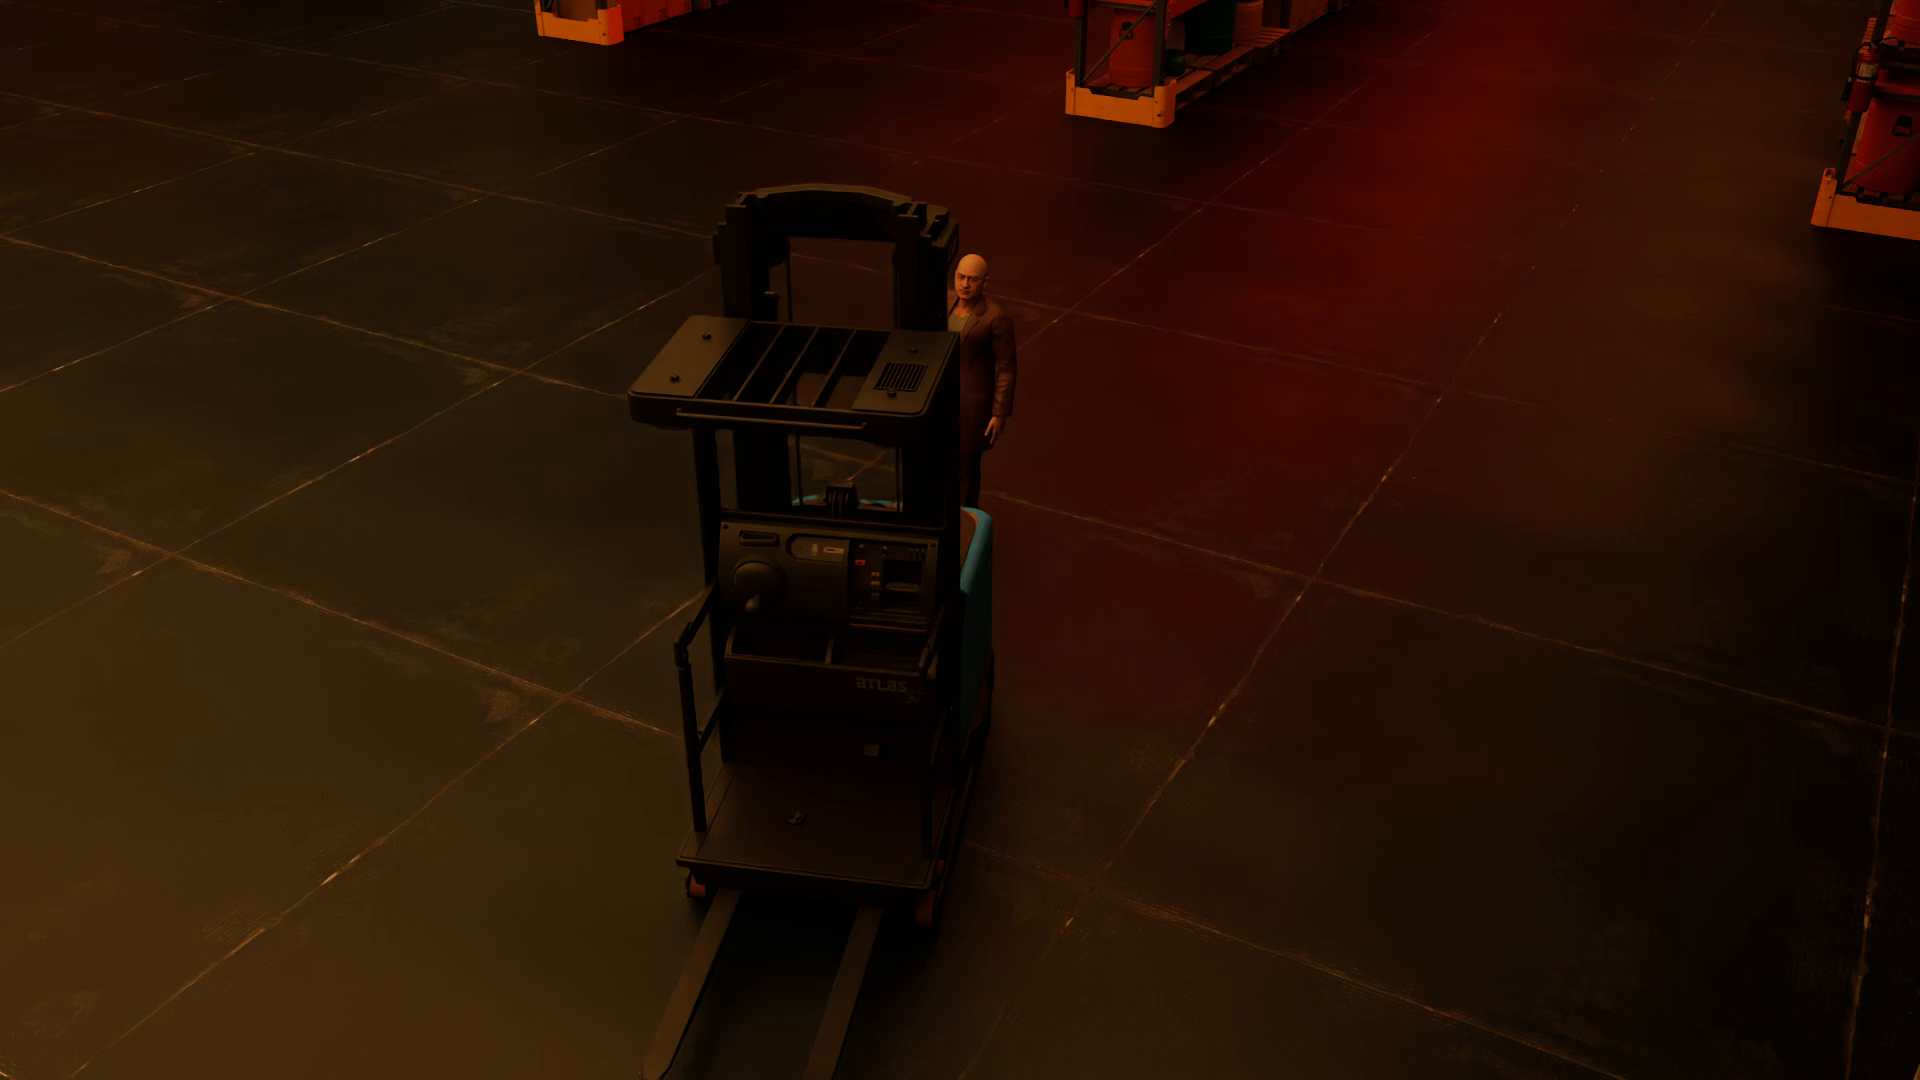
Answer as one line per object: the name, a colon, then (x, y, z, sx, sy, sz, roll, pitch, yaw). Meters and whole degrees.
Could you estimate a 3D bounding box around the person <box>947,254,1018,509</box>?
person: (-0.048, -0.738, 9.488, 0.694, 1.776, 0.582, 15, 33, 25)

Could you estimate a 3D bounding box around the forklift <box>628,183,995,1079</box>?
forklift: (-0.583, 0.190, 6.741, 1.130, 2.935, 3.031, 5, 30, 8)
